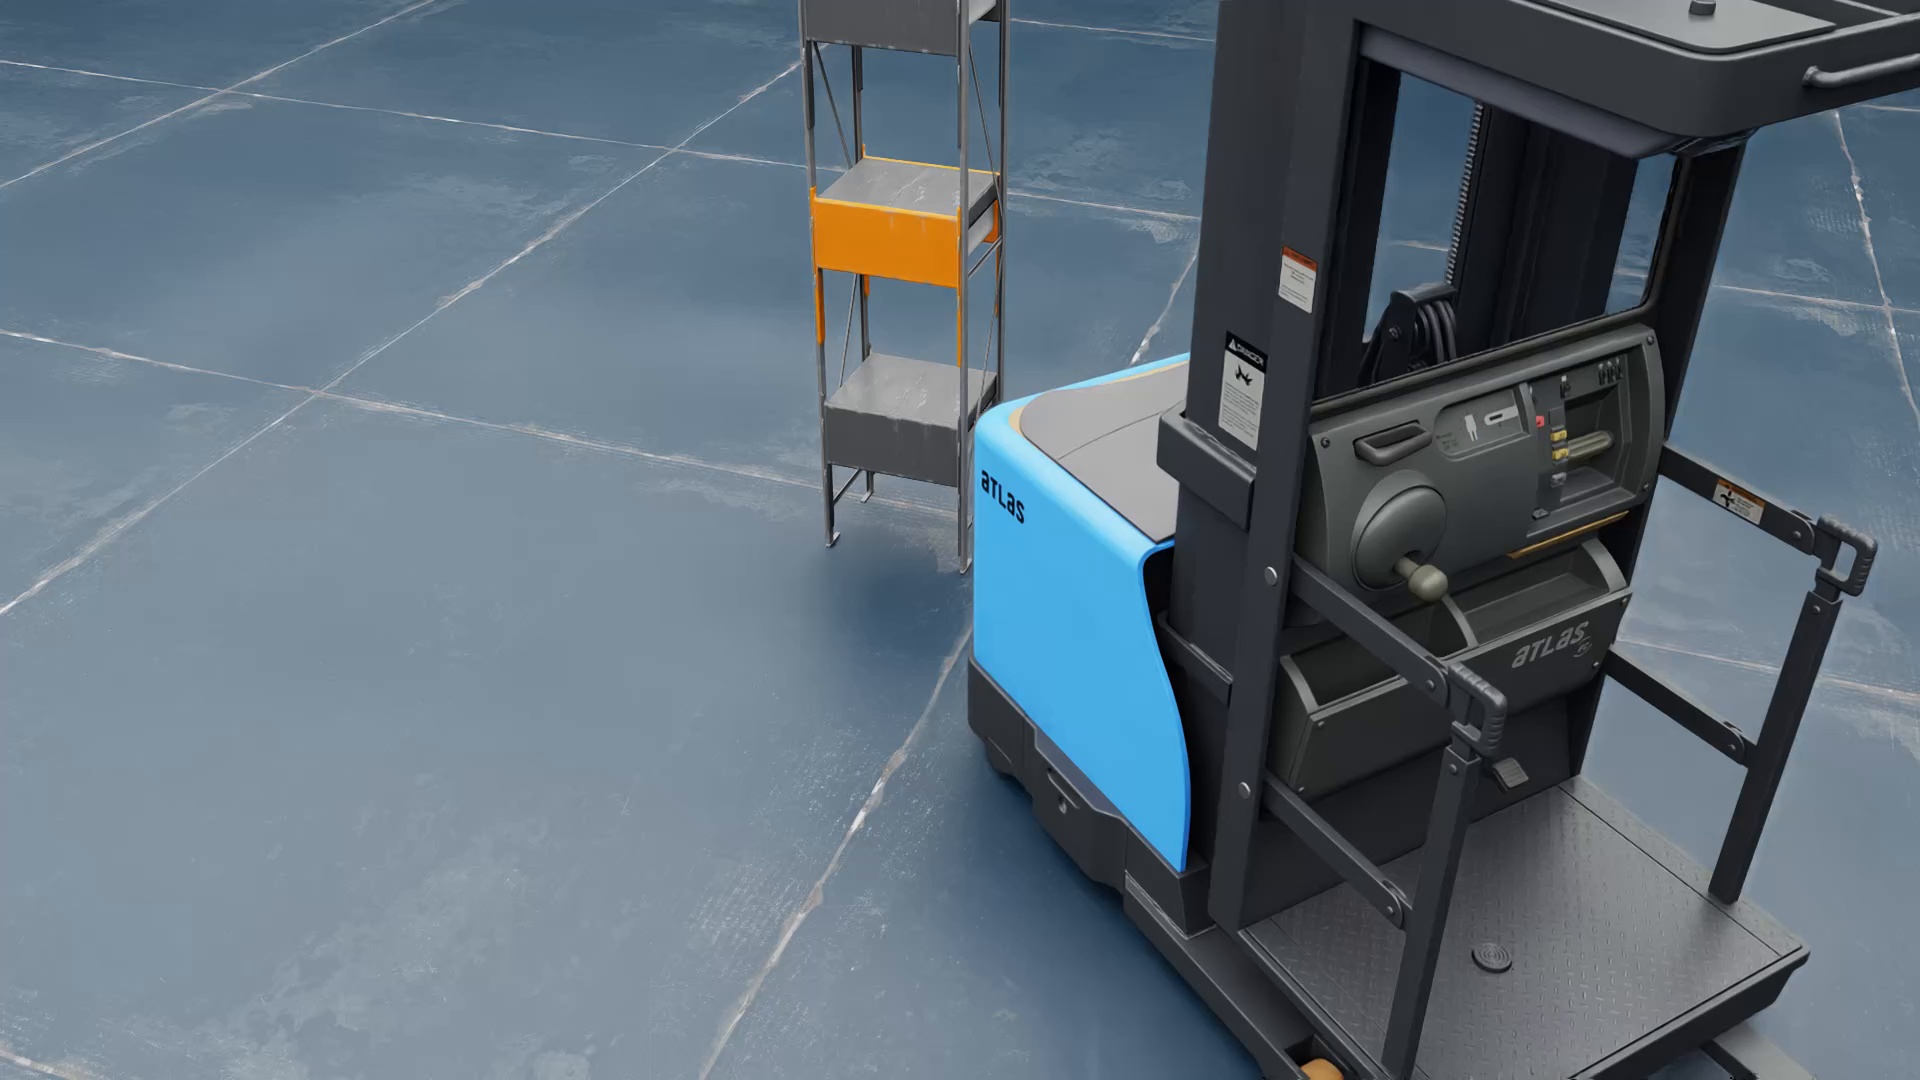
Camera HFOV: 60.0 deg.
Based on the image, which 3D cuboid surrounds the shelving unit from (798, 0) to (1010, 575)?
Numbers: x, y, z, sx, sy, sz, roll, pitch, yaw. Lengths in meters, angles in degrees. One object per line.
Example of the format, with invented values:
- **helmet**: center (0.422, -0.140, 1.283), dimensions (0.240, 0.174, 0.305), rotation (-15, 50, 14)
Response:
- **shelving unit**: center (-0.156, -0.912, 5.227), dimensions (0.503, 2.100, 0.431), rotation (11, 34, 16)

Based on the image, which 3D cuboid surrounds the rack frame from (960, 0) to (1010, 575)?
- **rack frame**: center (0.074, -0.868, 5.158), dimensions (0.015, 2.100, 0.400), rotation (11, 34, 16)

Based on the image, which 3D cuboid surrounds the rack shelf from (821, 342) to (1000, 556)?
- **rack shelf**: center (-0.156, -0.313, 5.614), dimensions (0.480, 0.518, 0.431), rotation (11, 34, 16)

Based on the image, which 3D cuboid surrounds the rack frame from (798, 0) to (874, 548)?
- **rack frame**: center (-0.386, -0.957, 5.297), dimensions (0.015, 2.100, 0.400), rotation (11, 34, 16)

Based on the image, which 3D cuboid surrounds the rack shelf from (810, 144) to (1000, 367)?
- **rack shelf**: center (-0.156, -0.901, 5.235), dimensions (0.480, 0.518, 0.431), rotation (11, 34, 16)

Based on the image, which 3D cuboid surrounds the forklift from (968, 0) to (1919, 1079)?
- **forklift**: center (1.190, -0.103, 3.207), dimensions (1.130, 2.935, 3.031), rotation (-17, 37, -25)

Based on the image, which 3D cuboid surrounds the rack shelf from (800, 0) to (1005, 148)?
- **rack shelf**: center (-0.156, -1.489, 4.855), dimensions (0.480, 0.518, 0.431), rotation (11, 34, 16)
